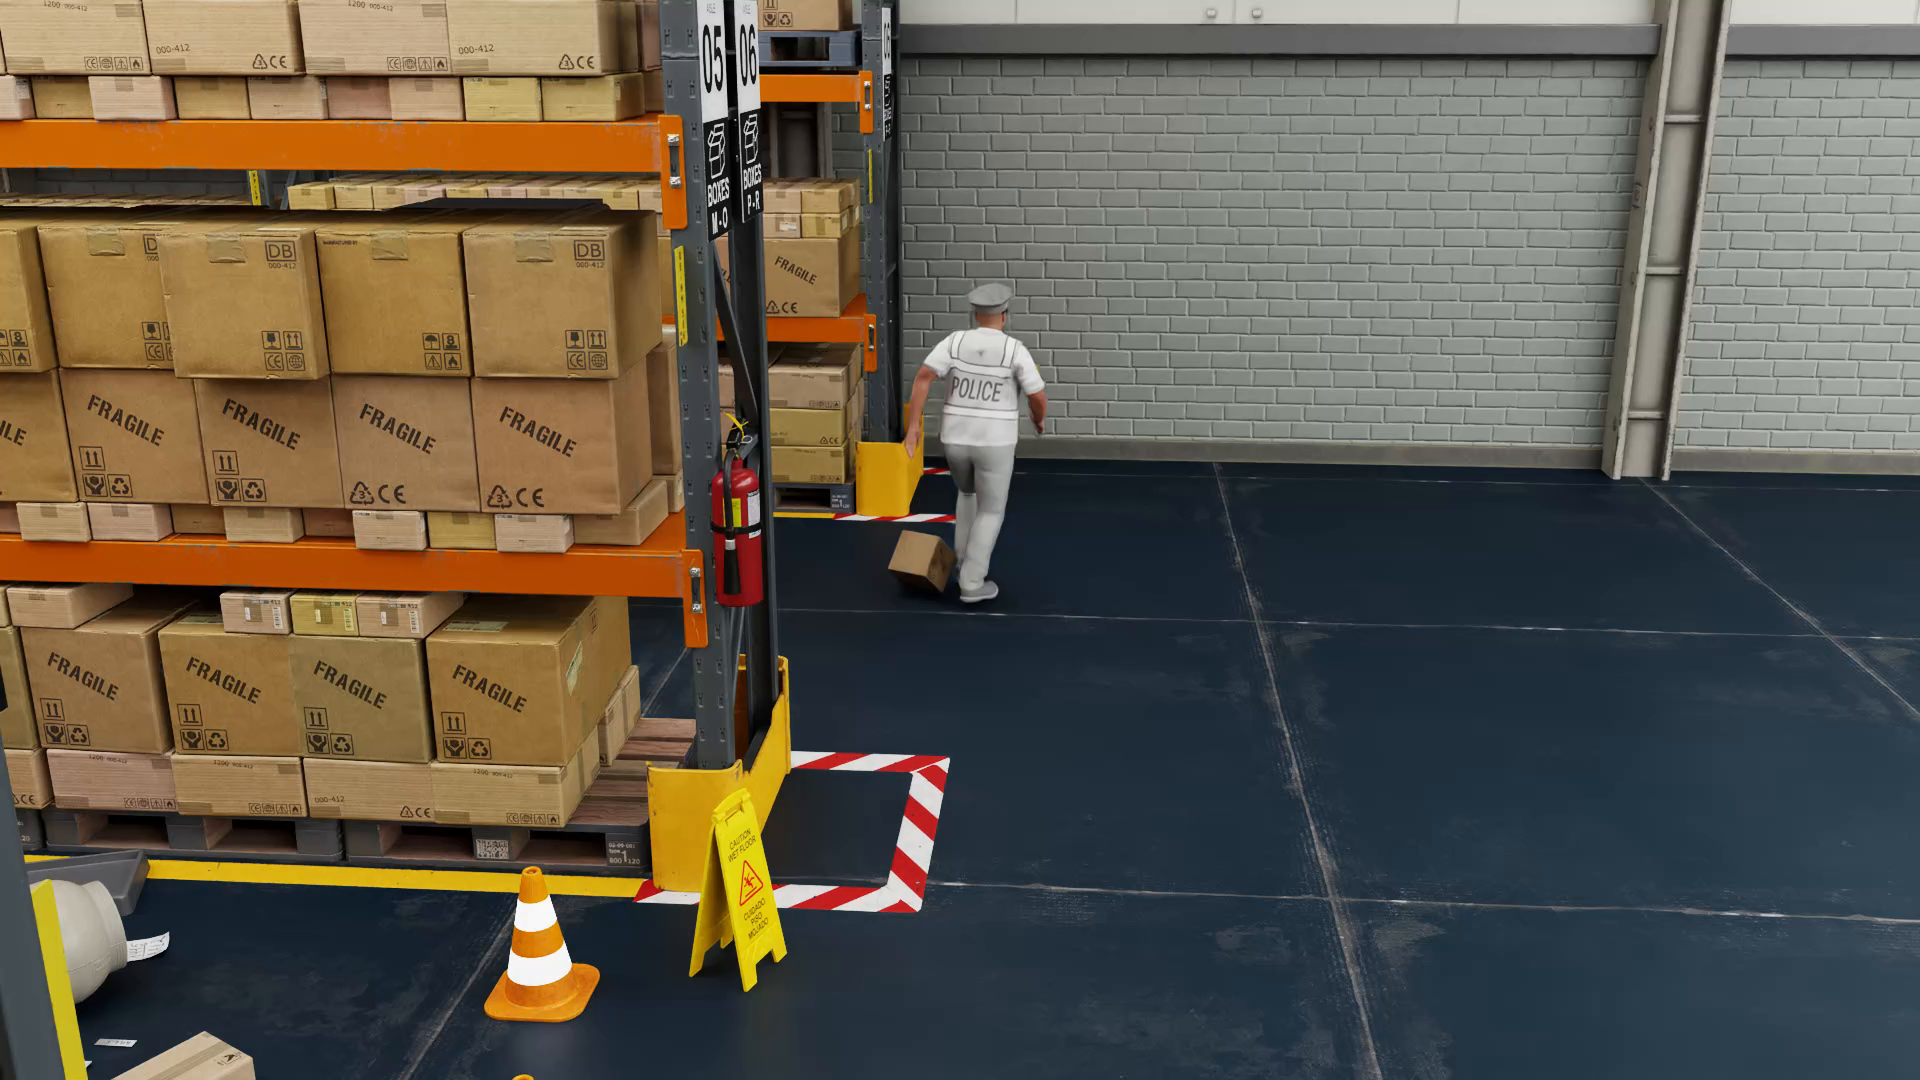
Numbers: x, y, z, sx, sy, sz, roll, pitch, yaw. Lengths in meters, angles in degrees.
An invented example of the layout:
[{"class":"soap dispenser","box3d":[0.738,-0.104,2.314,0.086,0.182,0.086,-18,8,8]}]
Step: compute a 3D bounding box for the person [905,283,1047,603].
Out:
[{"class":"person","box3d":[0.126,-0.525,9.342,0.702,1.799,0.792,8,19,23]}]
